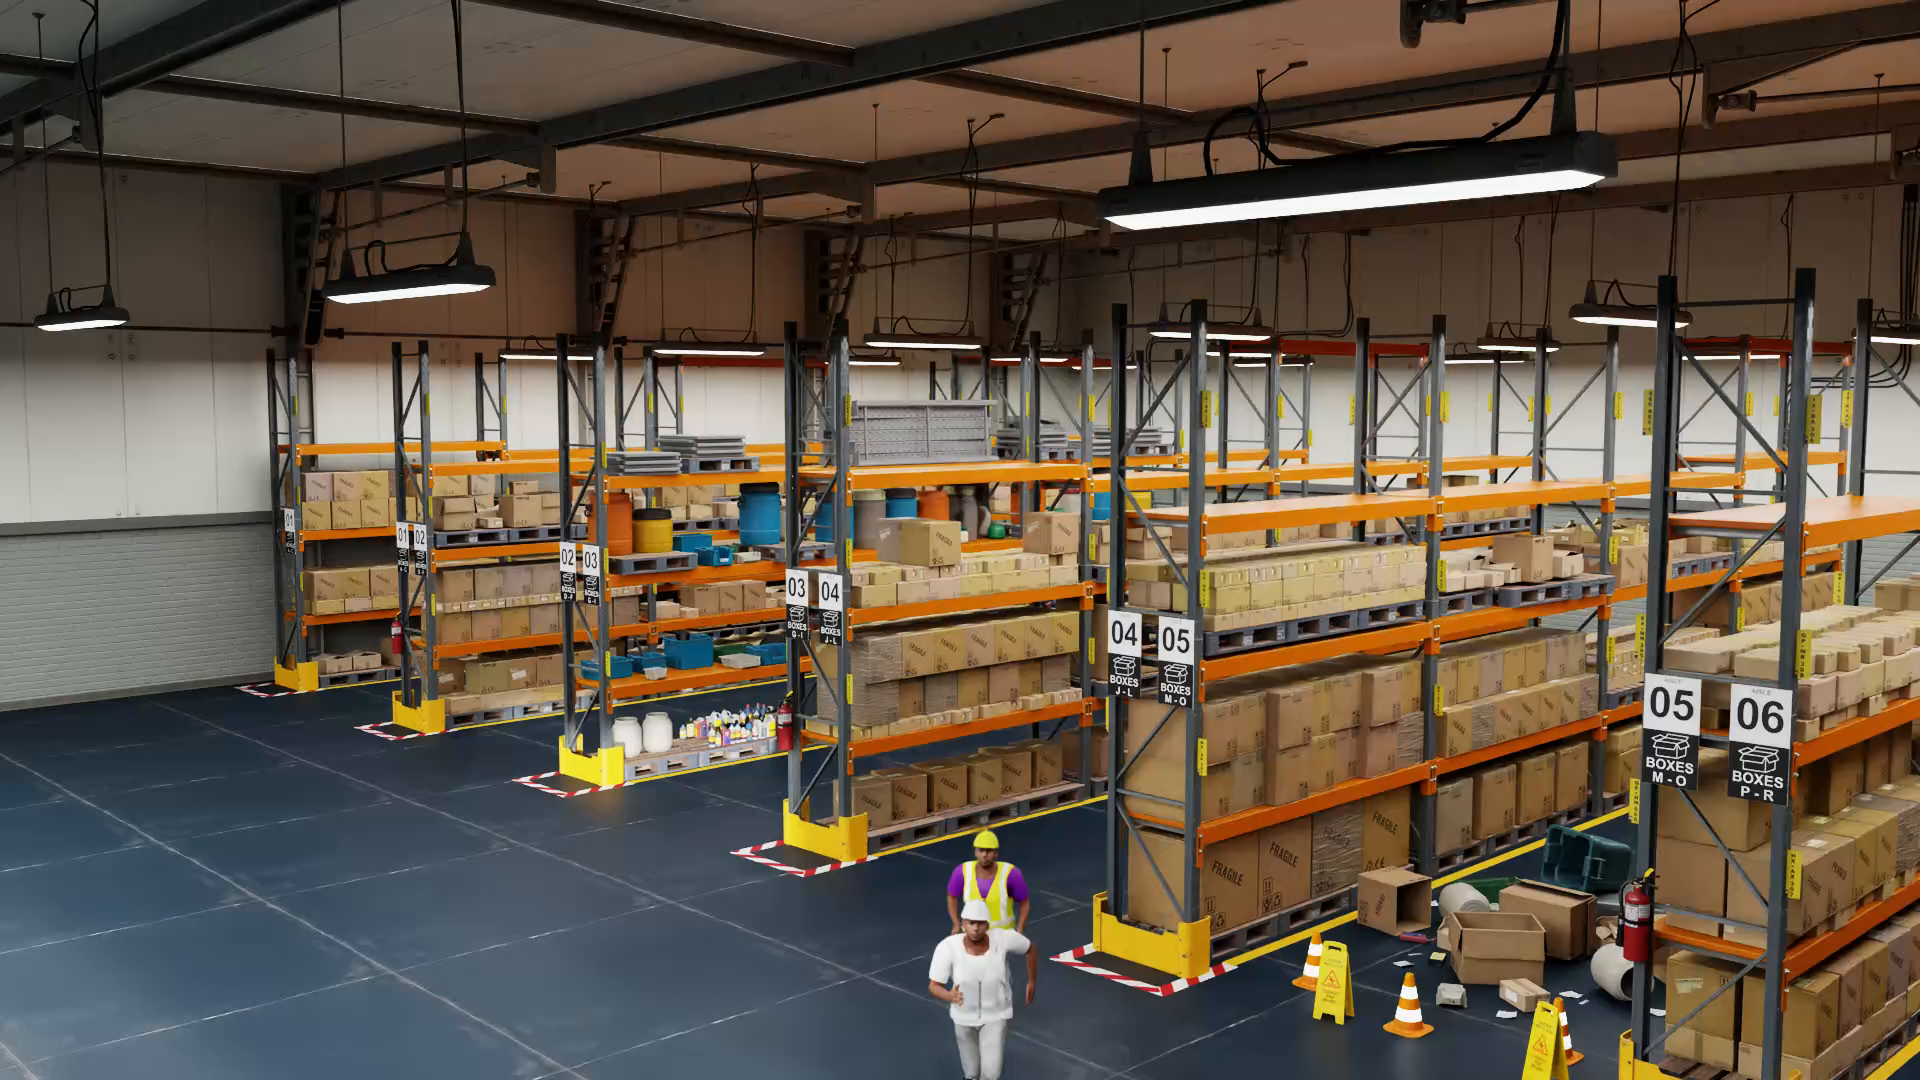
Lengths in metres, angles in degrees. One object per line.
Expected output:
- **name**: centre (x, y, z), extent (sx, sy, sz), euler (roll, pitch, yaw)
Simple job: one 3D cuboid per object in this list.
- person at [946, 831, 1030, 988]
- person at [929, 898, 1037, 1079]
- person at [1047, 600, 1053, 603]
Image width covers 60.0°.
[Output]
- **person**: centre (0.225, 3.156, 13.407), extent (0.684, 1.716, 0.680), euler (1, 5, 8)
- **person**: centre (0.156, 3.294, 11.433), extent (0.737, 1.723, 0.786), euler (0, 5, 4)
- **person**: centre (1.935, 1.518, 33.035), extent (0.599, 1.578, 0.561), euler (4, 6, 37)
